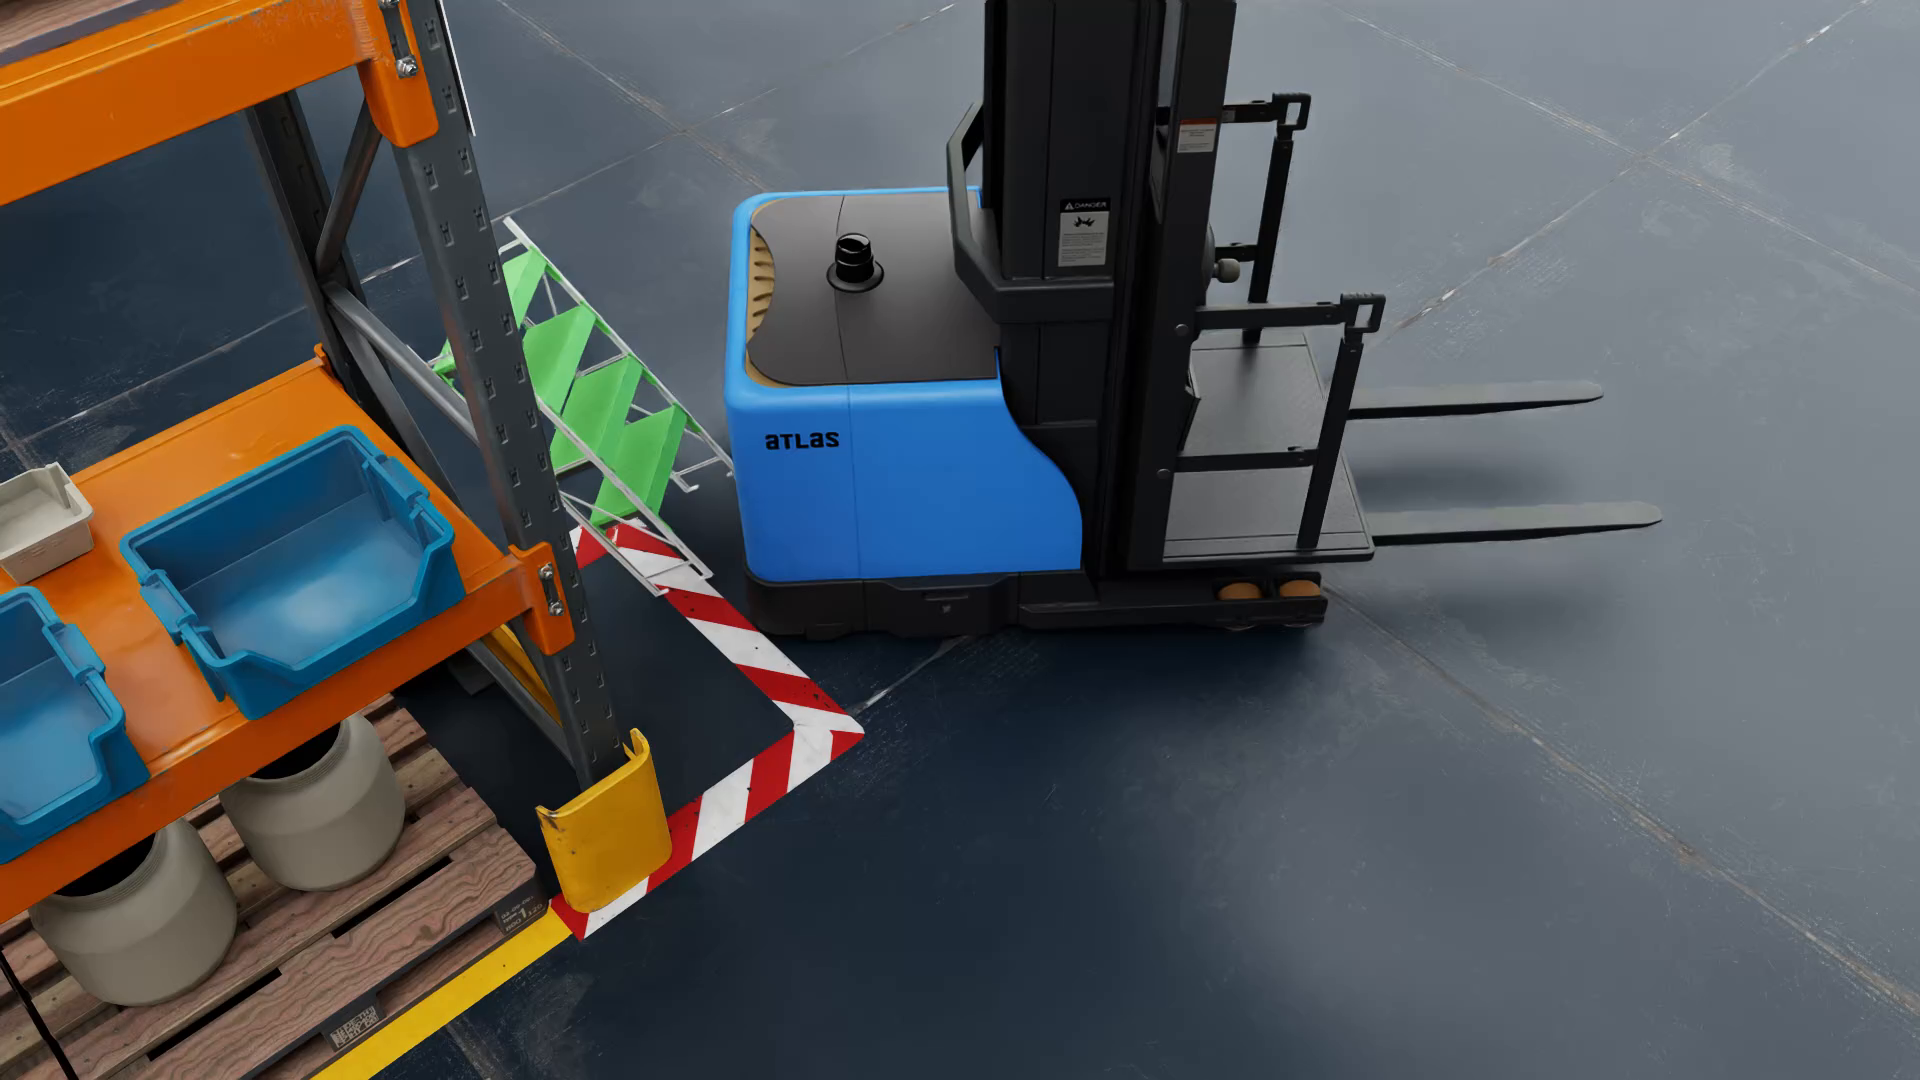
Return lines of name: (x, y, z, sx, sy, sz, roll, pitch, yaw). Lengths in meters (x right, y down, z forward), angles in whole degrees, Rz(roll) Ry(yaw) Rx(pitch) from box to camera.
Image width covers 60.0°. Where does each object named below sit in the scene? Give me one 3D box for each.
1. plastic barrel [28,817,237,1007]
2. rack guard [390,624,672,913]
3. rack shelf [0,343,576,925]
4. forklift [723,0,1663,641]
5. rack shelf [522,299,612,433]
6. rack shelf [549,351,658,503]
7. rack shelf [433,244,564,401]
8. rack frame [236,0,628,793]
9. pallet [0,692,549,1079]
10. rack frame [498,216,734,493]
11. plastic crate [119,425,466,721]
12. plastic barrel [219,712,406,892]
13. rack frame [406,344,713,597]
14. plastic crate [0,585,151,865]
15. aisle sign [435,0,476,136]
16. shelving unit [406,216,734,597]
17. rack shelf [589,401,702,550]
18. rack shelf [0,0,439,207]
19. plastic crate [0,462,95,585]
plastic barrel: (-2.123, 0.922, 4.265, 0.421, 0.512, 0.421, 0, 47, 0)
rack guard: (-1.341, 0.517, 4.933, 0.348, 0.500, 1.175, -34, 56, -27)
rack shelf: (-2.797, 0.839, 3.424, 4.000, 0.370, 1.077, -34, 56, -27)
forklift: (0.800, -1.087, 4.758, 3.031, 2.935, 1.130, -3, 47, -2)
rack shelf: (-1.288, -0.509, 5.214, 0.258, 0.148, 0.480, -19, 41, 26)
rack shelf: (-1.165, -0.360, 5.356, 0.258, 0.148, 0.480, -19, 41, 26)
rack shelf: (-1.411, -0.658, 5.071, 0.258, 0.148, 0.480, -19, 41, 26)
rack frame: (-1.317, -0.394, 4.072, 0.127, 3.000, 1.000, -34, 56, -27)
pallet: (-1.946, 1.014, 4.671, 1.213, 0.211, 1.003, -34, 56, -27)
rack frame: (-1.175, -0.577, 5.484, 0.240, 1.200, 0.015, -19, 41, 26)
plastic crate: (-1.486, 0.067, 3.748, 0.616, 0.251, 0.499, -34, 56, -27)
plastic barrel: (-1.752, 0.674, 4.494, 0.421, 0.512, 0.421, 0, 47, 0)
rack frame: (-1.221, -0.222, 5.153, 0.240, 1.200, 0.015, -19, 41, 26)
plastic crate: (-1.970, 0.385, 3.455, 0.408, 0.251, 0.499, -34, 56, -27)
aisle sign: (-1.064, -1.149, 3.001, 0.004, 0.787, 0.394, -34, 56, -27)
shelving unit: (-1.198, -0.400, 5.318, 0.258, 1.200, 0.503, -19, 41, 26)
rack shelf: (-1.042, -0.211, 5.499, 0.258, 0.148, 0.480, -19, 41, 26)
rack shelf: (-2.797, -0.178, 2.322, 4.000, 0.370, 1.077, -34, 56, -27)
plastic crate: (-2.195, -0.037, 3.922, 0.250, 0.136, 0.298, -34, 56, -27)
